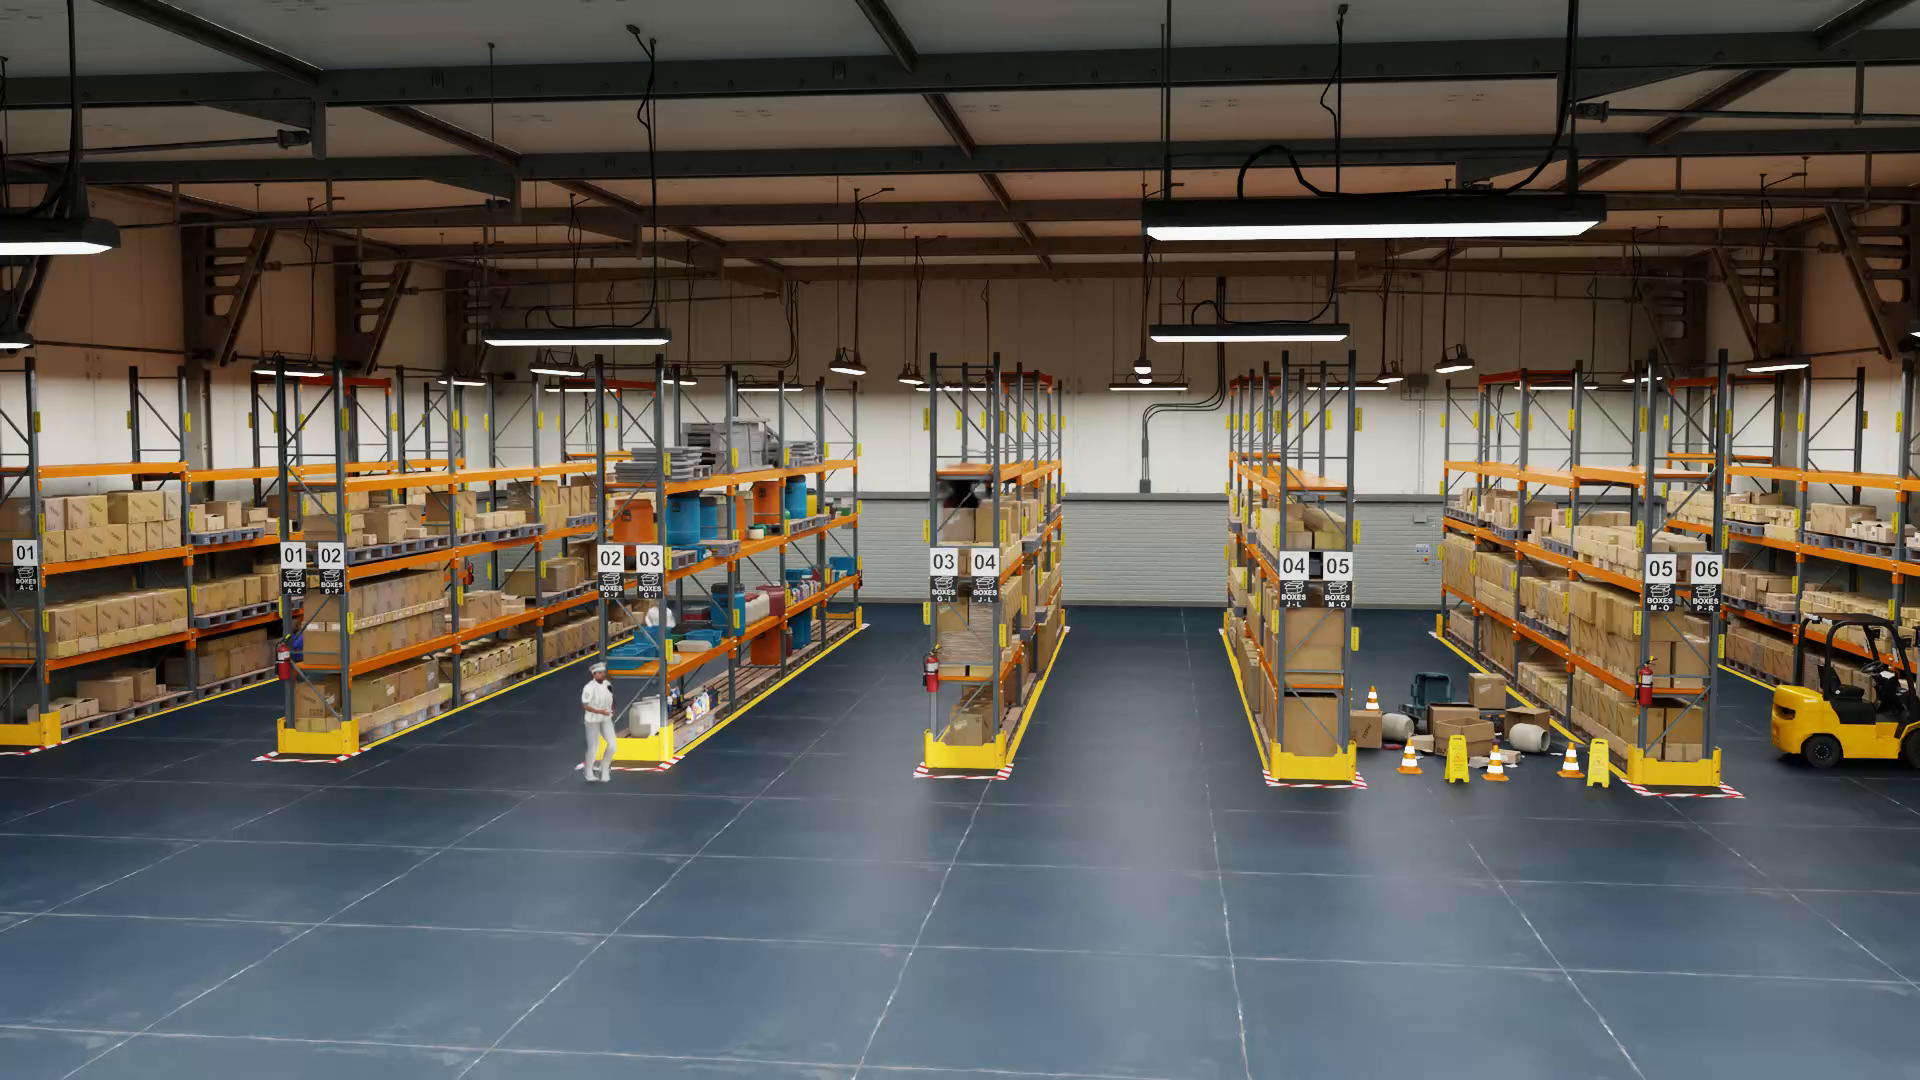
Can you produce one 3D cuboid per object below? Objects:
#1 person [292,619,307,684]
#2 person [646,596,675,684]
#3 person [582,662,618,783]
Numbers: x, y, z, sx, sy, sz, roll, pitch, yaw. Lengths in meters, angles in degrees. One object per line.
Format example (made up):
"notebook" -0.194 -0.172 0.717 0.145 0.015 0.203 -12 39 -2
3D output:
"person" -11.260 2.180 28.263 0.562 1.687 0.867 0 4 -6
"person" -5.802 1.895 32.125 0.593 1.754 0.754 0 4 -2
"person" -4.979 2.542 23.109 0.597 1.722 0.682 -4 5 -42
